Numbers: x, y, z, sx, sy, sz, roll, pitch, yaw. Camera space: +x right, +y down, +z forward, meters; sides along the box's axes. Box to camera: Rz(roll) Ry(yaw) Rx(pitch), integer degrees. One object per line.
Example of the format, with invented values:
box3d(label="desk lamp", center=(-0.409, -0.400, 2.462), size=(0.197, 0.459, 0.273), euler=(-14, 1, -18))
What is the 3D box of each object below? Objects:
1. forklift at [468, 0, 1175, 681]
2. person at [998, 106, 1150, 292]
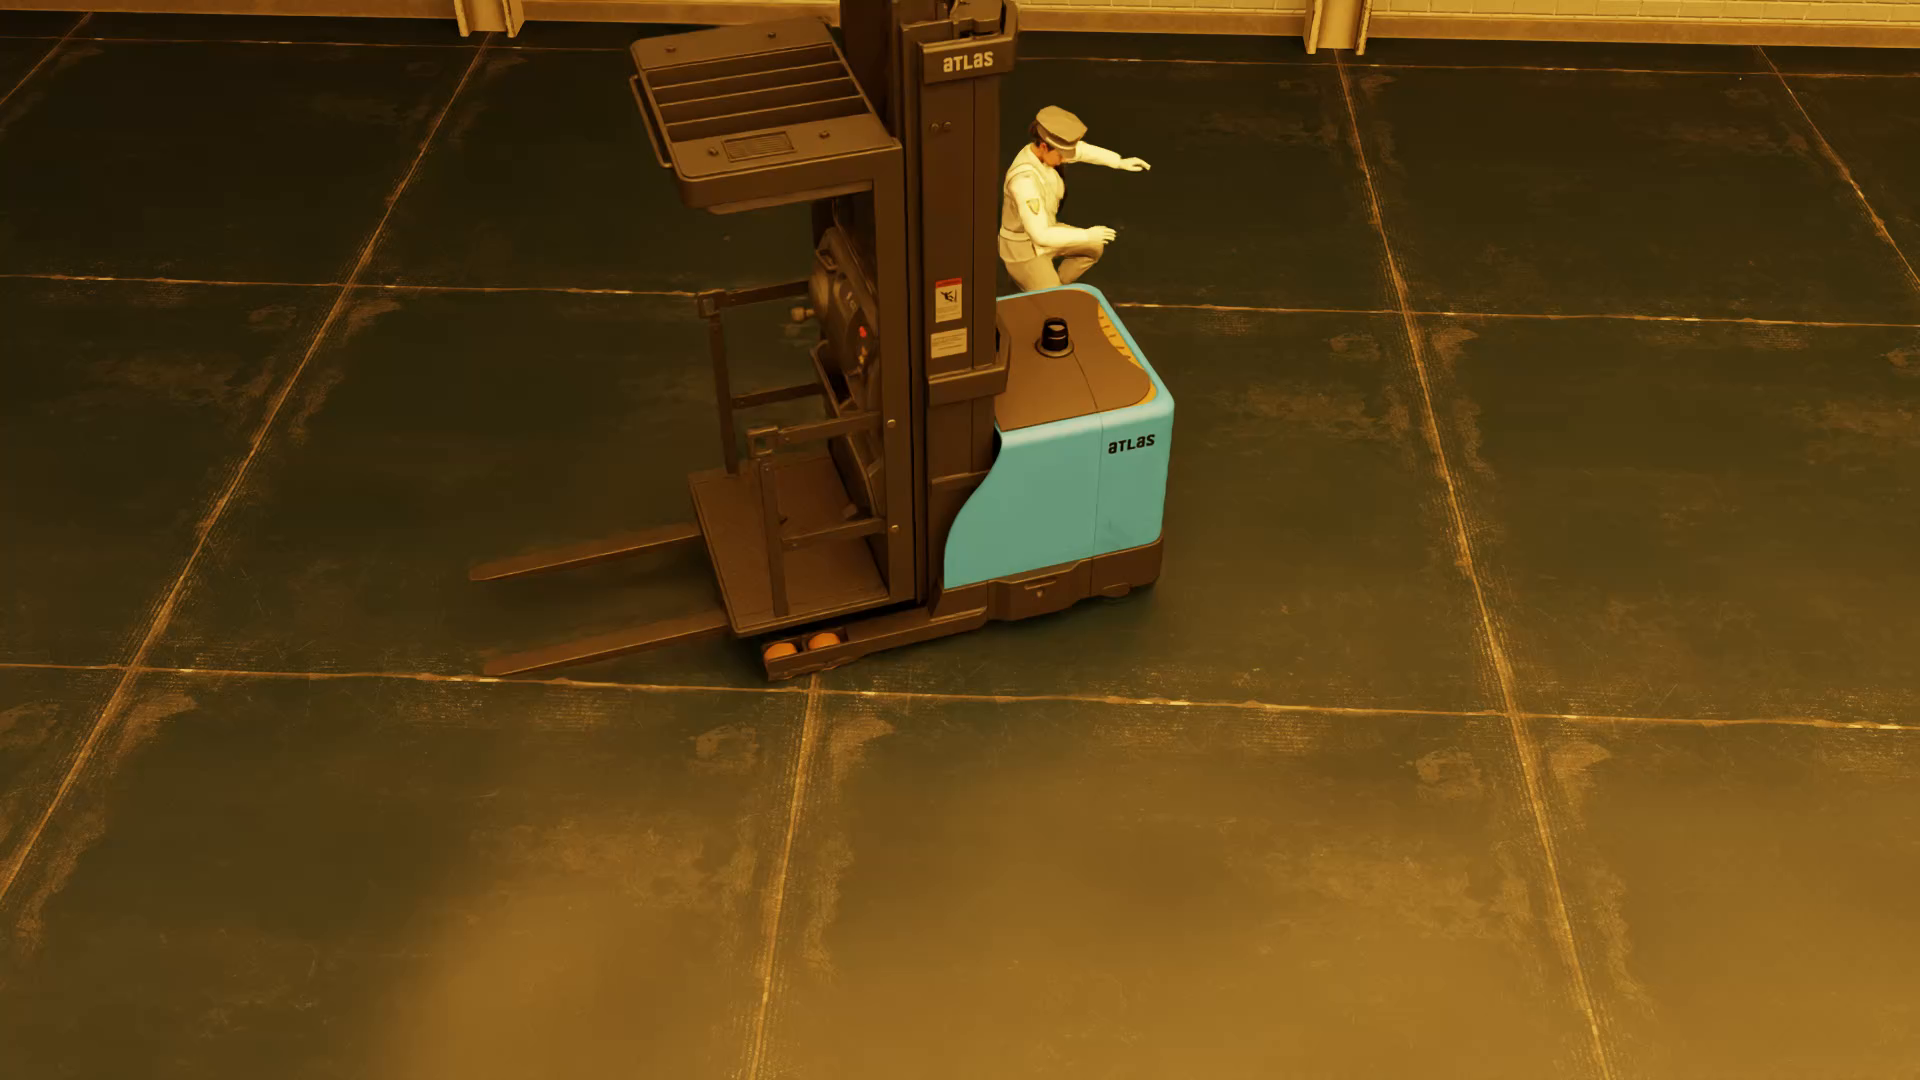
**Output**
box3d(label="forklift", center=(-0.655, -0.874, 6.699), size=(3.031, 2.935, 1.130), euler=(-12, 44, -13))
box3d(label="person", center=(0.531, -1.532, 8.518), size=(0.634, 1.449, 1.140), euler=(15, 45, 16))
